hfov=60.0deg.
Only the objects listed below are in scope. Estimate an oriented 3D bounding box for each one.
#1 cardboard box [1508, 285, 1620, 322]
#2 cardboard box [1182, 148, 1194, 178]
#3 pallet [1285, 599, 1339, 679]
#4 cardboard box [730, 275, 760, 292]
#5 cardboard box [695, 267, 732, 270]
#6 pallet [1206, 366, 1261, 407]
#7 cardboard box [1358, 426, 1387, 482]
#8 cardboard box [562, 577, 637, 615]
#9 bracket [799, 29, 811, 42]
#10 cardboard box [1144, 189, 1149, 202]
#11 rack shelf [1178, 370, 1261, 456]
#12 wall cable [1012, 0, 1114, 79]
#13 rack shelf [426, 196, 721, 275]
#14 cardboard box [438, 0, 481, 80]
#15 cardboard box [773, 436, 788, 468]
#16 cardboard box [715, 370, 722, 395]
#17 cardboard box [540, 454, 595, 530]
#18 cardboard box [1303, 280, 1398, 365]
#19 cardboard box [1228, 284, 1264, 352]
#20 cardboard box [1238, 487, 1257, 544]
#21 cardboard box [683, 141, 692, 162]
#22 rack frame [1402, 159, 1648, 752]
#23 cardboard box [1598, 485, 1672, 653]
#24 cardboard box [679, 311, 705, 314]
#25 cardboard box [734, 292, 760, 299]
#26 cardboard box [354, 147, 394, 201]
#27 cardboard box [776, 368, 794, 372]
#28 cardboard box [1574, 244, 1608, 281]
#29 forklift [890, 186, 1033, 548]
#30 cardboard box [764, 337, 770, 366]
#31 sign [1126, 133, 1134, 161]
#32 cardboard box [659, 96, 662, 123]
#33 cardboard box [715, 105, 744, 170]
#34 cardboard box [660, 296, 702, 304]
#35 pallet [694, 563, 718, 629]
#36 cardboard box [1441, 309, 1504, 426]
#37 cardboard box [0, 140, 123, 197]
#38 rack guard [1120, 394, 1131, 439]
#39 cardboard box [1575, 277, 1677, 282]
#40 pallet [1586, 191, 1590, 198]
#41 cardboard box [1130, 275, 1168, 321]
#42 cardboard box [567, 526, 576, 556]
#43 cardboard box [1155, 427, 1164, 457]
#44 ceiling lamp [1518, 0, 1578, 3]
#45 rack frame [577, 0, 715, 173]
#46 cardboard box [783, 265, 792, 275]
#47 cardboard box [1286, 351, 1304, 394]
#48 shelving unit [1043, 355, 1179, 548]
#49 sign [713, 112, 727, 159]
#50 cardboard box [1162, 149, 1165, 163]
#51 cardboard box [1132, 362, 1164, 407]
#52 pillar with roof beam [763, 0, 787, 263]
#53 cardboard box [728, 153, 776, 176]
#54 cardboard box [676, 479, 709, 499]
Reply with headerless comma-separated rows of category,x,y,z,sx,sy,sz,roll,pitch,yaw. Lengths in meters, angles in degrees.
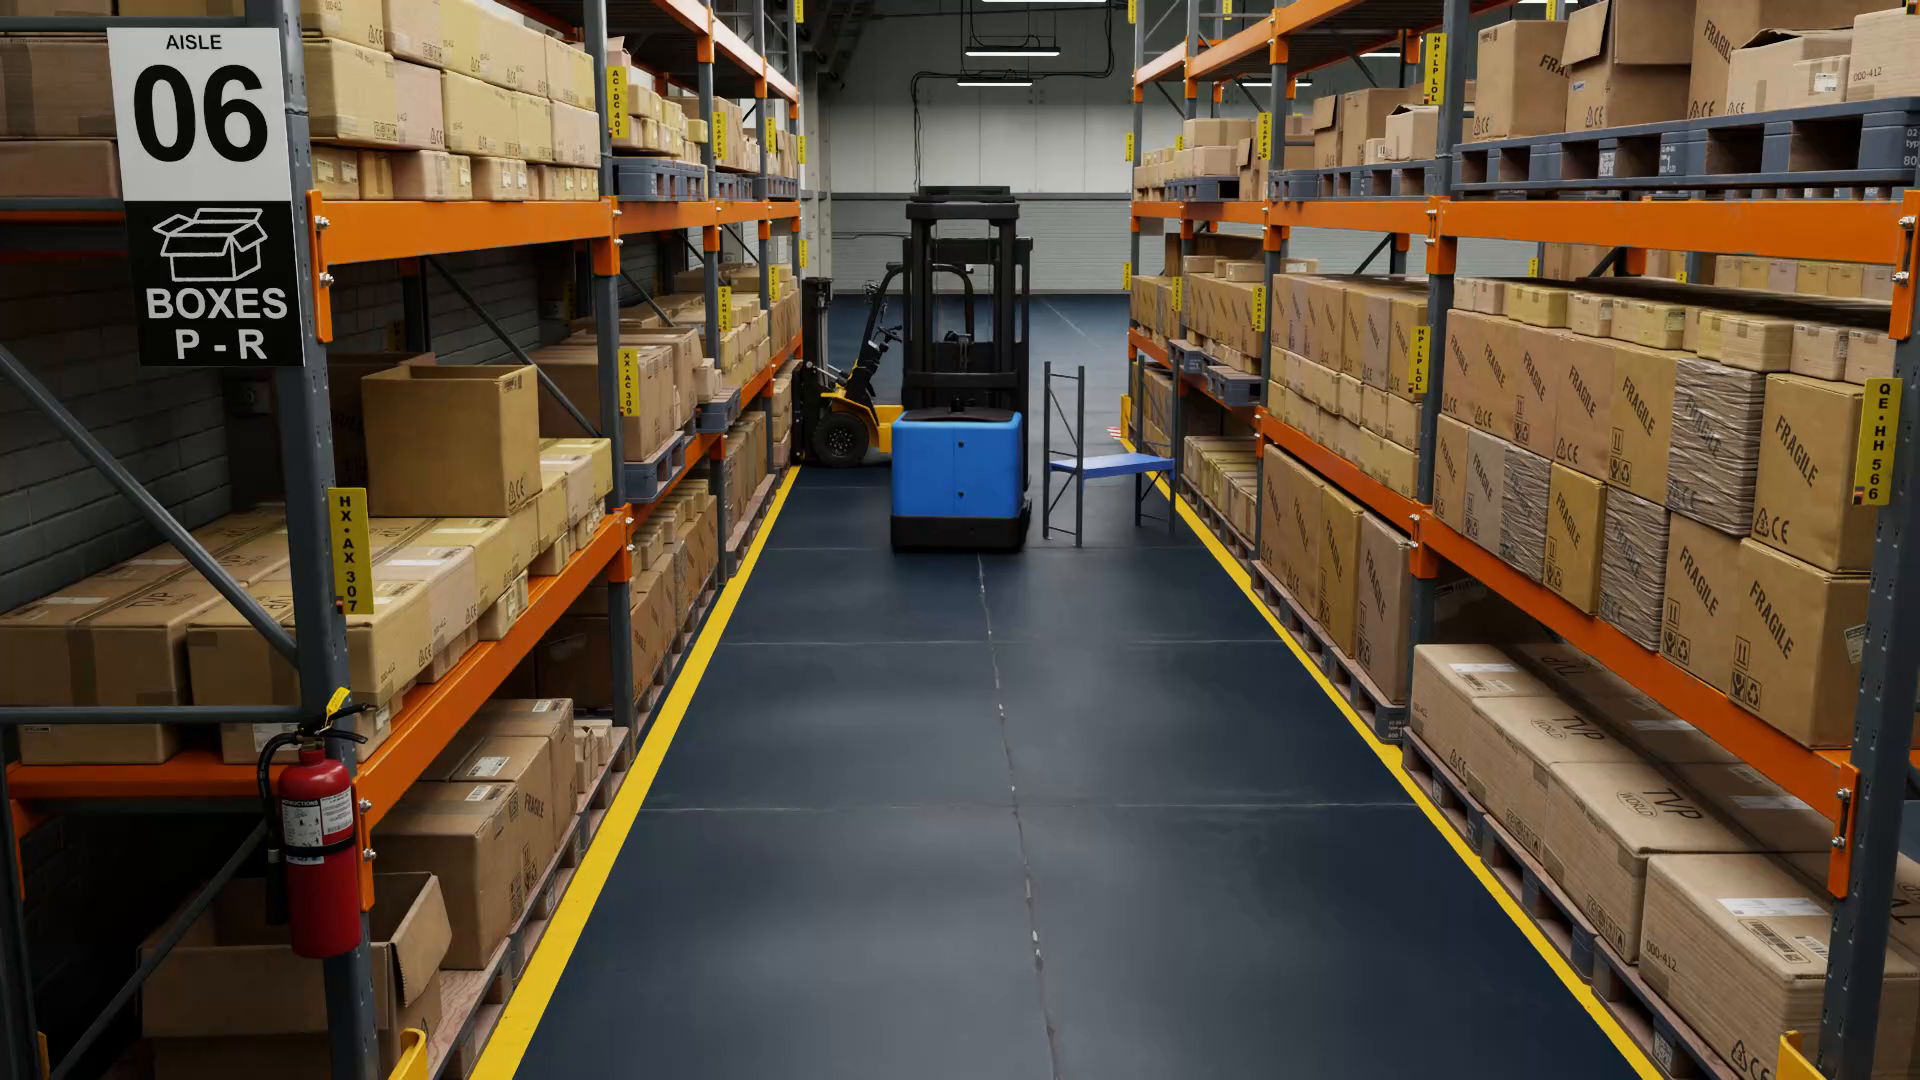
cardboard box,2.559,-1.002,7.056,0.380,0.149,0.250,0,11,-2
cardboard box,2.257,-3.334,14.726,0.500,0.250,0.500,0,11,-2
pallet,2.680,0.610,10.520,1.003,0.211,1.213,0,11,-1
cardboard box,-2.038,-2.506,16.238,0.380,0.149,0.250,0,11,0
cardboard box,-2.699,-2.911,18.231,0.380,0.149,0.250,-1,11,-3
pallet,2.596,-1.202,12.924,1.213,0.211,1.003,0,11,-1
cardboard box,2.529,-0.476,9.238,0.500,0.250,0.500,0,11,-2
cardboard box,-1.904,0.290,8.685,0.380,0.149,0.250,0,11,2
bracket,-3.306,-10.783,35.526,0.235,0.232,0.430,0,11,-1
cardboard box,2.300,-3.921,18.927,0.380,0.149,0.250,0,11,0
rack shelf,2.676,-1.200,14.240,1.077,0.370,4.000,0,11,-1
wall cable,3.142,-15.283,50.426,3.097,2.526,0.112,0,11,-1
rack shelf,-2.204,-1.854,9.918,1.077,0.370,4.000,0,11,-1
cardboard box,-1.854,-1.621,5.334,0.500,0.250,0.500,0,11,-2
cardboard box,-2.007,-0.885,16.736,0.500,0.250,0.500,0,11,-1
cardboard box,-1.848,-1.088,11.452,0.380,0.149,0.250,0,11,0
cardboard box,-1.883,-0.211,7.186,0.500,0.250,0.500,0,11,-1
cardboard box,2.498,-1.394,10.618,0.500,0.500,0.500,0,11,0
cardboard box,2.408,-1.748,13.074,0.500,0.500,0.500,0,11,-2
cardboard box,2.715,-0.186,12.982,0.950,0.372,0.625,-1,12,-5
cardboard box,-2.012,-2.605,11.185,0.380,0.149,0.250,-1,11,-2
rack frame,2.800,-0.360,8.290,1.000,3.000,0.127,0,11,-1
cardboard box,2.592,0.089,5.824,0.500,0.500,0.500,0,11,0
cardboard box,-2.013,-1.721,13.117,0.380,0.149,0.250,0,11,-1
cardboard box,-2.072,-2.361,16.267,0.380,0.149,0.250,0,11,-2
cardboard box,-1.874,-1.058,4.818,0.380,0.149,0.250,0,11,-1
cardboard box,-2.053,-1.781,18.636,0.500,0.250,0.500,0,11,0
cardboard box,7.447,-3.094,18.672,0.875,0.550,0.550,0,11,-1
forklift,0.074,-1.612,14.631,1.130,2.935,3.031,1,12,5
cardboard box,-2.056,-1.757,15.551,0.500,0.250,0.500,0,11,0
sign,2.009,-4.642,19.651,0.100,0.325,0.005,0,11,-1
cardboard box,-1.802,-2.302,8.894,0.380,0.149,0.250,0,11,-2
cardboard box,-2.038,-3.255,13.457,0.500,0.500,0.500,0,11,0
cardboard box,-2.582,-2.172,15.337,0.380,0.149,0.250,-1,11,-3
pallet,-2.268,0.381,11.650,1.003,0.211,1.213,0,11,-1
cardboard box,2.567,-0.803,7.709,0.500,0.500,0.500,0,11,-1
cardboard box,-2.318,-0.953,4.302,0.380,0.149,0.250,0,11,0
rack guard,2.553,-1.505,20.222,1.175,0.500,0.348,0,11,-1
cardboard box,3.124,-1.157,7.821,0.380,0.149,0.250,0,11,-2
pallet,7.524,-4.065,19.231,1.003,0.211,1.213,0,11,-1
cardboard box,2.284,-2.845,19.538,0.500,0.500,0.500,0,11,-2
cardboard box,-1.869,0.002,7.137,0.380,0.149,0.250,0,11,0
cardboard box,2.332,-1.031,17.455,0.500,0.250,0.500,-1,11,-3
ceiling lamp,8.685,-9.919,25.637,2.000,3.185,0.800,0,11,-1
rack frame,-2.246,-4.074,11.508,1.000,3.000,0.127,0,11,-1
cardboard box,-2.124,-3.066,18.996,0.380,0.149,0.250,0,11,0
cardboard box,2.490,-1.122,11.166,0.500,0.250,0.500,0,11,0
shelving unit,1.277,-0.770,14.080,1.048,1.500,0.538,-8,14,-33
sign,-1.703,-2.859,11.764,0.100,0.325,0.005,0,11,-1
cardboard box,2.315,-4.008,17.352,0.380,0.149,0.250,0,11,0
cardboard box,2.293,-1.805,19.385,0.500,0.500,0.500,-1,11,-3
pillar with roof beam,0.759,-7.925,30.492,9.100,9.000,0.548,0,11,-1
cardboard box,-2.102,-3.777,16.503,0.500,0.311,0.500,0,11,0
cardboard box,-1.982,-0.336,11.768,0.380,0.149,0.250,-1,11,-4
